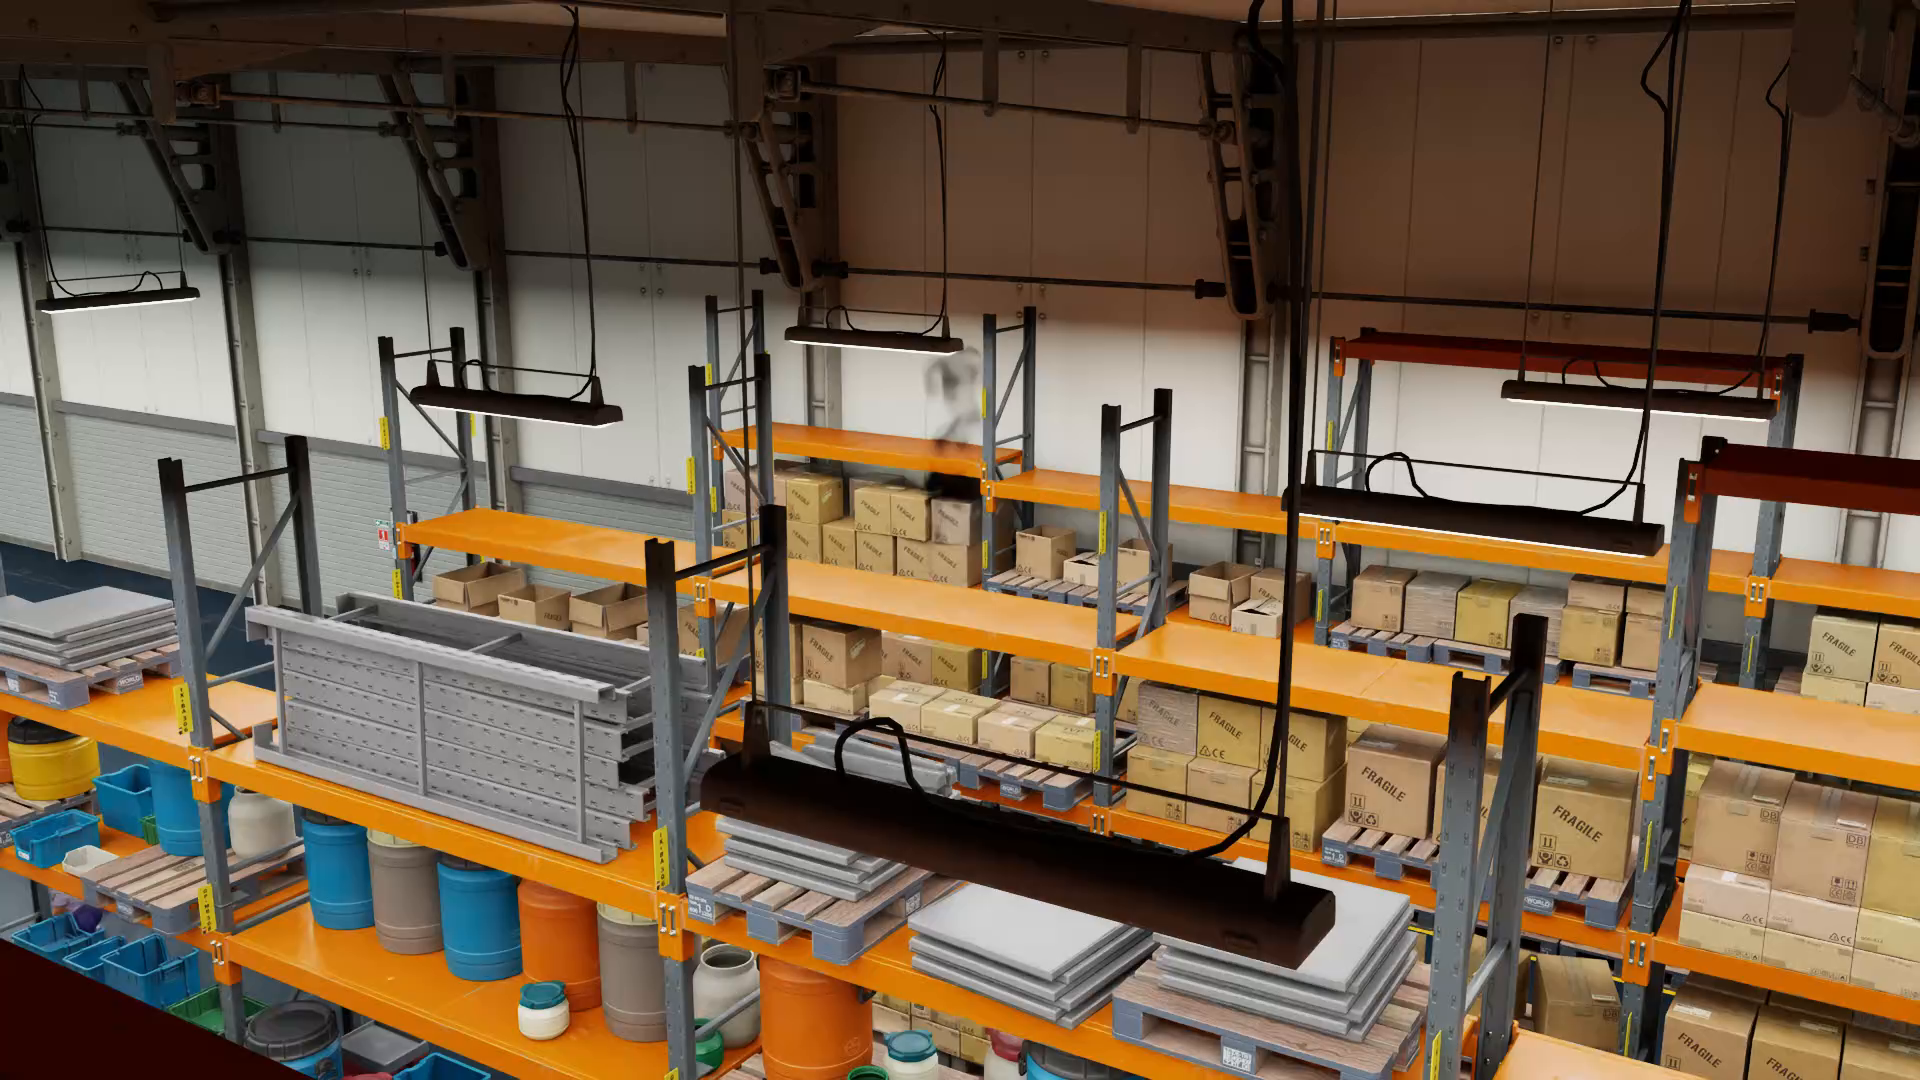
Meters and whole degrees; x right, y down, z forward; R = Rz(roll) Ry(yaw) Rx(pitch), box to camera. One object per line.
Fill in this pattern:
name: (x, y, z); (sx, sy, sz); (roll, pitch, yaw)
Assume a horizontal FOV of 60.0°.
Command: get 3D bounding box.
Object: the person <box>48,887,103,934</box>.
person: (-8.169, 3.578, 15.438); (0.869, 1.636, 0.653); (0, 14, -2)
